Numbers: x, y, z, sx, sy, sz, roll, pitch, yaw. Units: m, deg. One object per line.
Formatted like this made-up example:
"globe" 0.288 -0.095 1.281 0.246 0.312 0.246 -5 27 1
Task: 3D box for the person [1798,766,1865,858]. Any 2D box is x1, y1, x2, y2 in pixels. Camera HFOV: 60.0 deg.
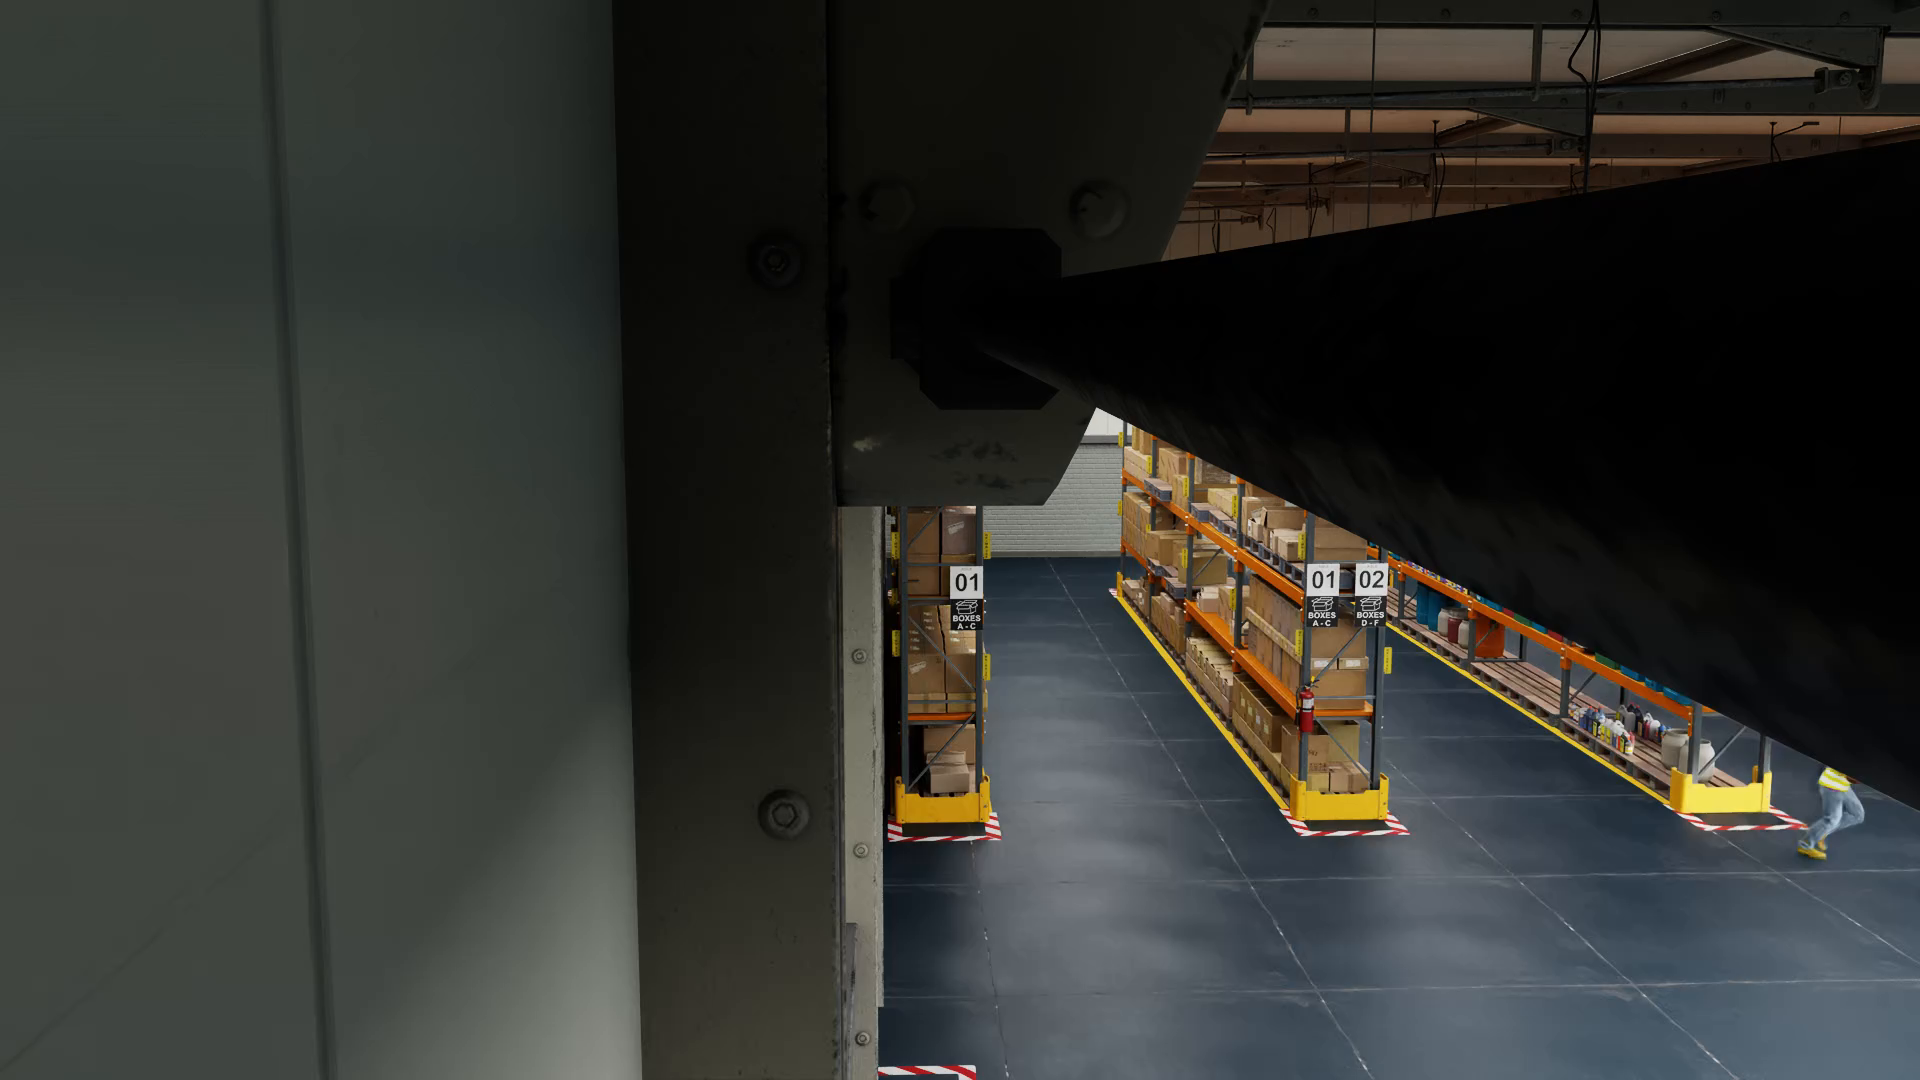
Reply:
"person" 10.154 2.852 19.081 0.867 1.625 0.733 5 10 33

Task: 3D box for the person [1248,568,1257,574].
"person" 6.192 0.698 34.117 0.590 1.743 0.788 -2 8 -12
